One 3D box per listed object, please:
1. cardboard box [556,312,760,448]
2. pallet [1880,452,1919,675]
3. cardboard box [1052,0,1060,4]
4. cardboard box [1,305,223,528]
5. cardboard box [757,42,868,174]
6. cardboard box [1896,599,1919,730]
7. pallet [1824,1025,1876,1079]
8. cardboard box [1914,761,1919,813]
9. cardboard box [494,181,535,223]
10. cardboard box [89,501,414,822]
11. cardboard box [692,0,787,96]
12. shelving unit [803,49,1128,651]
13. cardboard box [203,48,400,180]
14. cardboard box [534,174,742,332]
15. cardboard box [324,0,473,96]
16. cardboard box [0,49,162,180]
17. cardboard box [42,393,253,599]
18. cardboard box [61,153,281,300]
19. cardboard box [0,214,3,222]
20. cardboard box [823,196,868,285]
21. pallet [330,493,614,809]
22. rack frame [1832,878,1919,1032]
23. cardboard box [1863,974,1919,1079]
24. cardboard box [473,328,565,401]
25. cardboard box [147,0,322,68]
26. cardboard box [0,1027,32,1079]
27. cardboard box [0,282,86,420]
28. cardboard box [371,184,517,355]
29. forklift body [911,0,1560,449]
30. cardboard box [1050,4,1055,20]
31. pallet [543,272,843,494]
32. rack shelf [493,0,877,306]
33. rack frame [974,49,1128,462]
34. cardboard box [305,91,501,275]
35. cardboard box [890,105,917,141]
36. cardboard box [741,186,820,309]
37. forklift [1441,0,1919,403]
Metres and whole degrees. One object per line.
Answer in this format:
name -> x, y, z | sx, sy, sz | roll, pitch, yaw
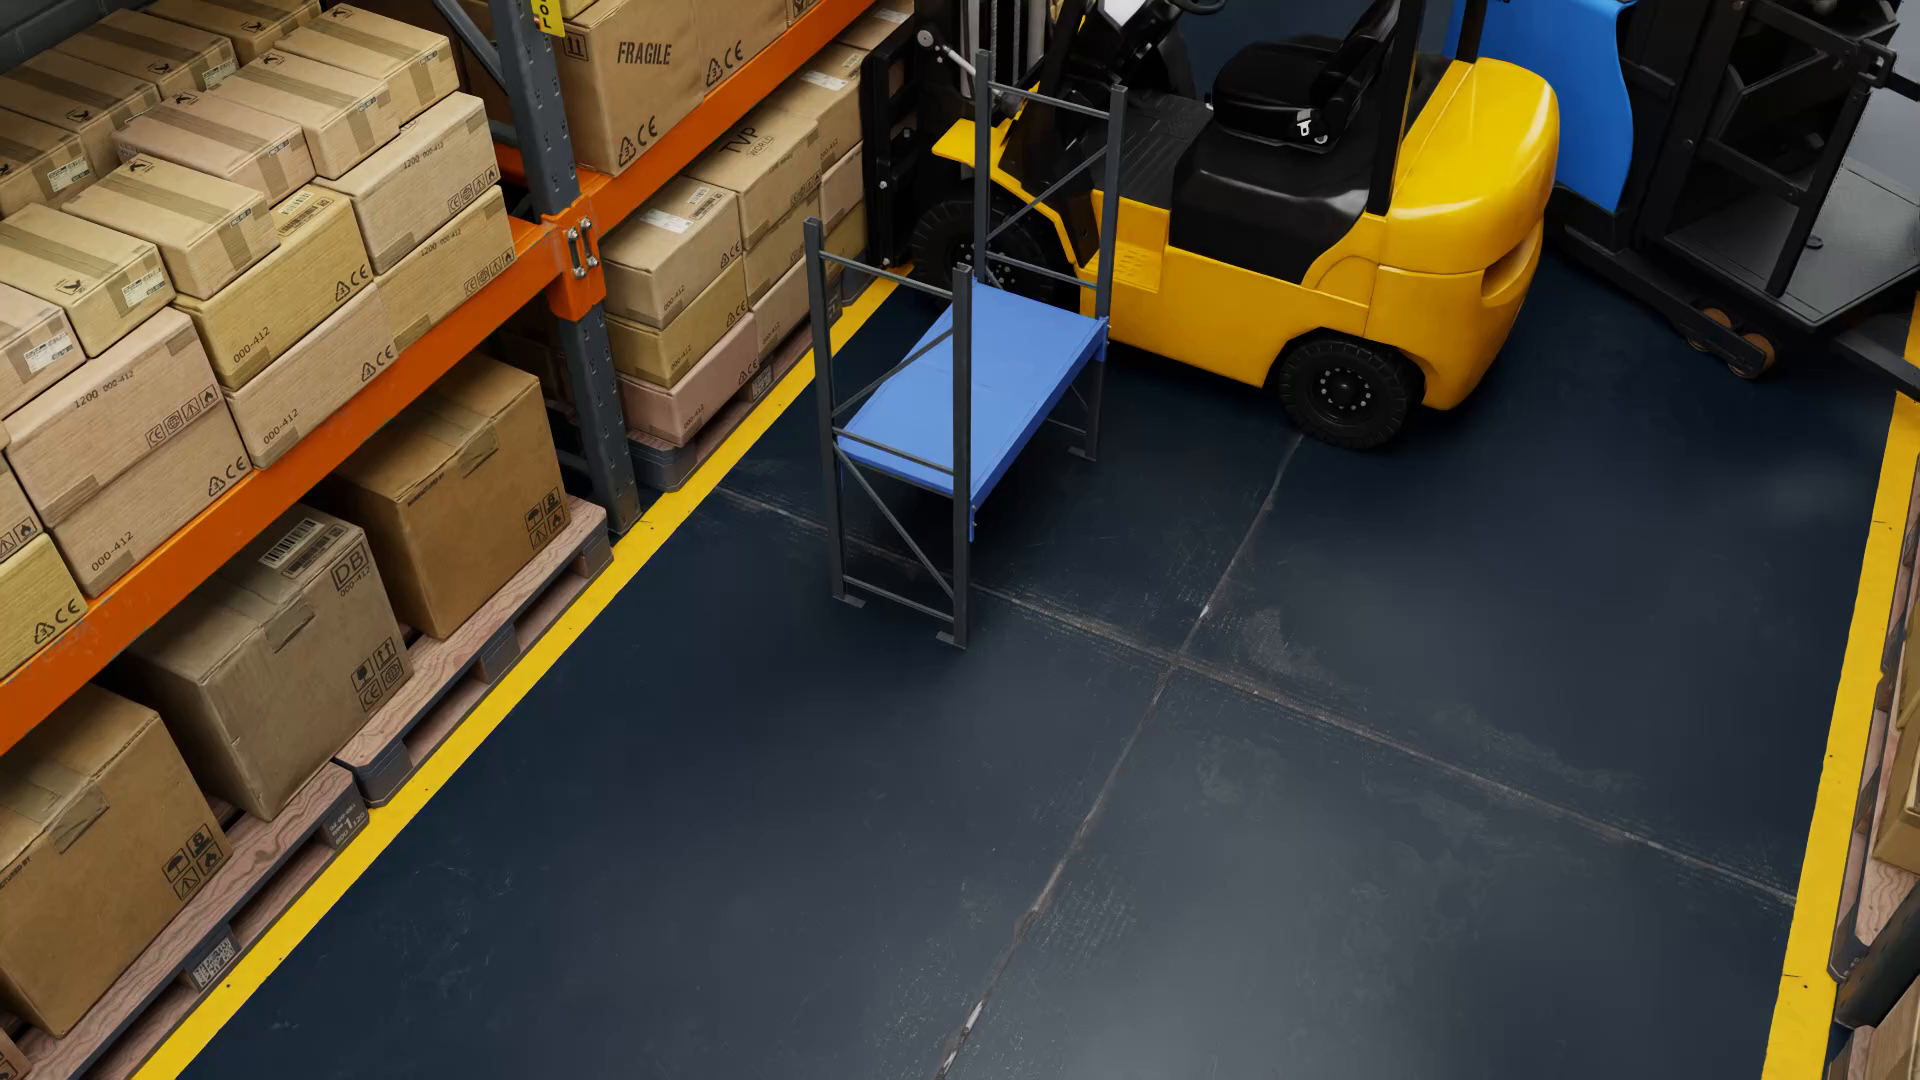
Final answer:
cardboard box -> -1.066, -0.642, 5.914 | 0.500, 0.250, 0.500 | 21, 49, 19
pallet -> 3.660, 0.145, 5.458 | 1.003, 0.211, 1.213 | 20, 49, 19
cardboard box -> 0.324, -2.732, 7.628 | 0.500, 0.250, 0.500 | 20, 49, 19
cardboard box -> -2.060, -0.348, 3.739 | 0.500, 0.250, 0.500 | 21, 49, 20
cardboard box -> -0.614, -1.635, 6.192 | 0.500, 0.250, 0.500 | 22, 49, 20
cardboard box -> 3.089, 0.390, 4.894 | 0.500, 0.250, 0.500 | 19, 48, 18
pallet -> 2.455, 1.842, 3.781 | 1.003, 0.211, 1.213 | 20, 49, 19
cardboard box -> 2.852, 0.465, 4.292 | 0.500, 0.500, 0.500 | 20, 49, 19
cardboard box -> -1.526, -1.172, 5.734 | 0.500, 0.250, 0.500 | 21, 49, 20
cardboard box -> -2.183, 0.240, 4.778 | 0.875, 0.625, 0.625 | 20, 49, 19
cardboard box -> -0.919, -1.828, 5.377 | 0.500, 0.500, 0.500 | 21, 49, 20
shelving unit -> 0.040, -0.581, 5.270 | 0.538, 1.500, 1.048 | 20, 49, 19
cardboard box -> -1.649, -1.072, 4.174 | 0.380, 0.149, 0.250 | 20, 49, 18
cardboard box -> -1.081, -0.999, 5.564 | 0.500, 0.250, 0.500 | 20, 49, 18
cardboard box -> -1.614, -1.673, 5.224 | 0.500, 0.500, 0.500 | 20, 49, 19
cardboard box -> -2.224, -1.069, 4.172 | 0.380, 0.149, 0.250 | 20, 49, 19
cardboard box -> -2.072, -0.188, 3.932 | 0.500, 0.250, 0.500 | 21, 49, 19
cardboard box -> -1.814, -0.725, 3.832 | 0.380, 0.149, 0.250 | 19, 48, 18
cardboard box -> -2.463, -0.753, 3.859 | 0.380, 0.149, 0.250 | 20, 49, 19
cardboard box -> -0.619, -1.296, 6.560 | 0.500, 0.250, 0.500 | 21, 49, 20
pallet -> -1.891, 0.192, 5.412 | 1.003, 0.211, 1.213 | 20, 49, 19
rack frame -> 2.815, 0.371, 3.275 | 1.000, 3.000, 0.127 | 20, 49, 19
cardboard box -> 2.573, 1.478, 3.732 | 0.950, 0.372, 0.625 | 21, 49, 20
cardboard box -> -1.537, -0.819, 6.089 | 0.500, 0.250, 0.500 | 21, 49, 19
cardboard box -> -1.937, -1.378, 4.477 | 0.380, 0.149, 0.250 | 19, 48, 18
cardboard box -> -2.842, 1.139, 3.890 | 0.875, 0.625, 0.625 | 22, 49, 20
cardboard box -> -2.112, -0.426, 3.535 | 0.380, 0.149, 0.250 | 21, 49, 19
cardboard box -> -1.586, -0.809, 4.546 | 0.500, 0.250, 0.500 | 22, 49, 20
forklift body -> 1.009, -1.690, 5.908 | 2.313, 2.155, 1.214 | 20, 49, 19
cardboard box -> 0.096, -2.256, 7.509 | 0.500, 0.250, 0.500 | 20, 49, 19
pallet -> -1.177, -0.773, 6.365 | 1.003, 0.211, 1.213 | 20, 49, 19
rack shelf -> -0.655, -2.273, 6.393 | 1.077, 0.370, 4.000 | 20, 49, 19
rack frame -> 0.276, -0.901, 5.586 | 0.500, 1.500, 0.032 | 20, 49, 19
cardboard box -> -1.585, -0.995, 4.378 | 0.500, 0.250, 0.500 | 19, 48, 18
cardboard box -> -0.375, -1.774, 6.681 | 0.500, 0.250, 0.500 | 20, 49, 19
cardboard box -> -0.854, -1.143, 6.057 | 0.500, 0.250, 0.500 | 20, 49, 19
forklift -> 3.265, -2.041, 5.706 | 1.130, 2.935, 3.031 | -26, 51, -23
